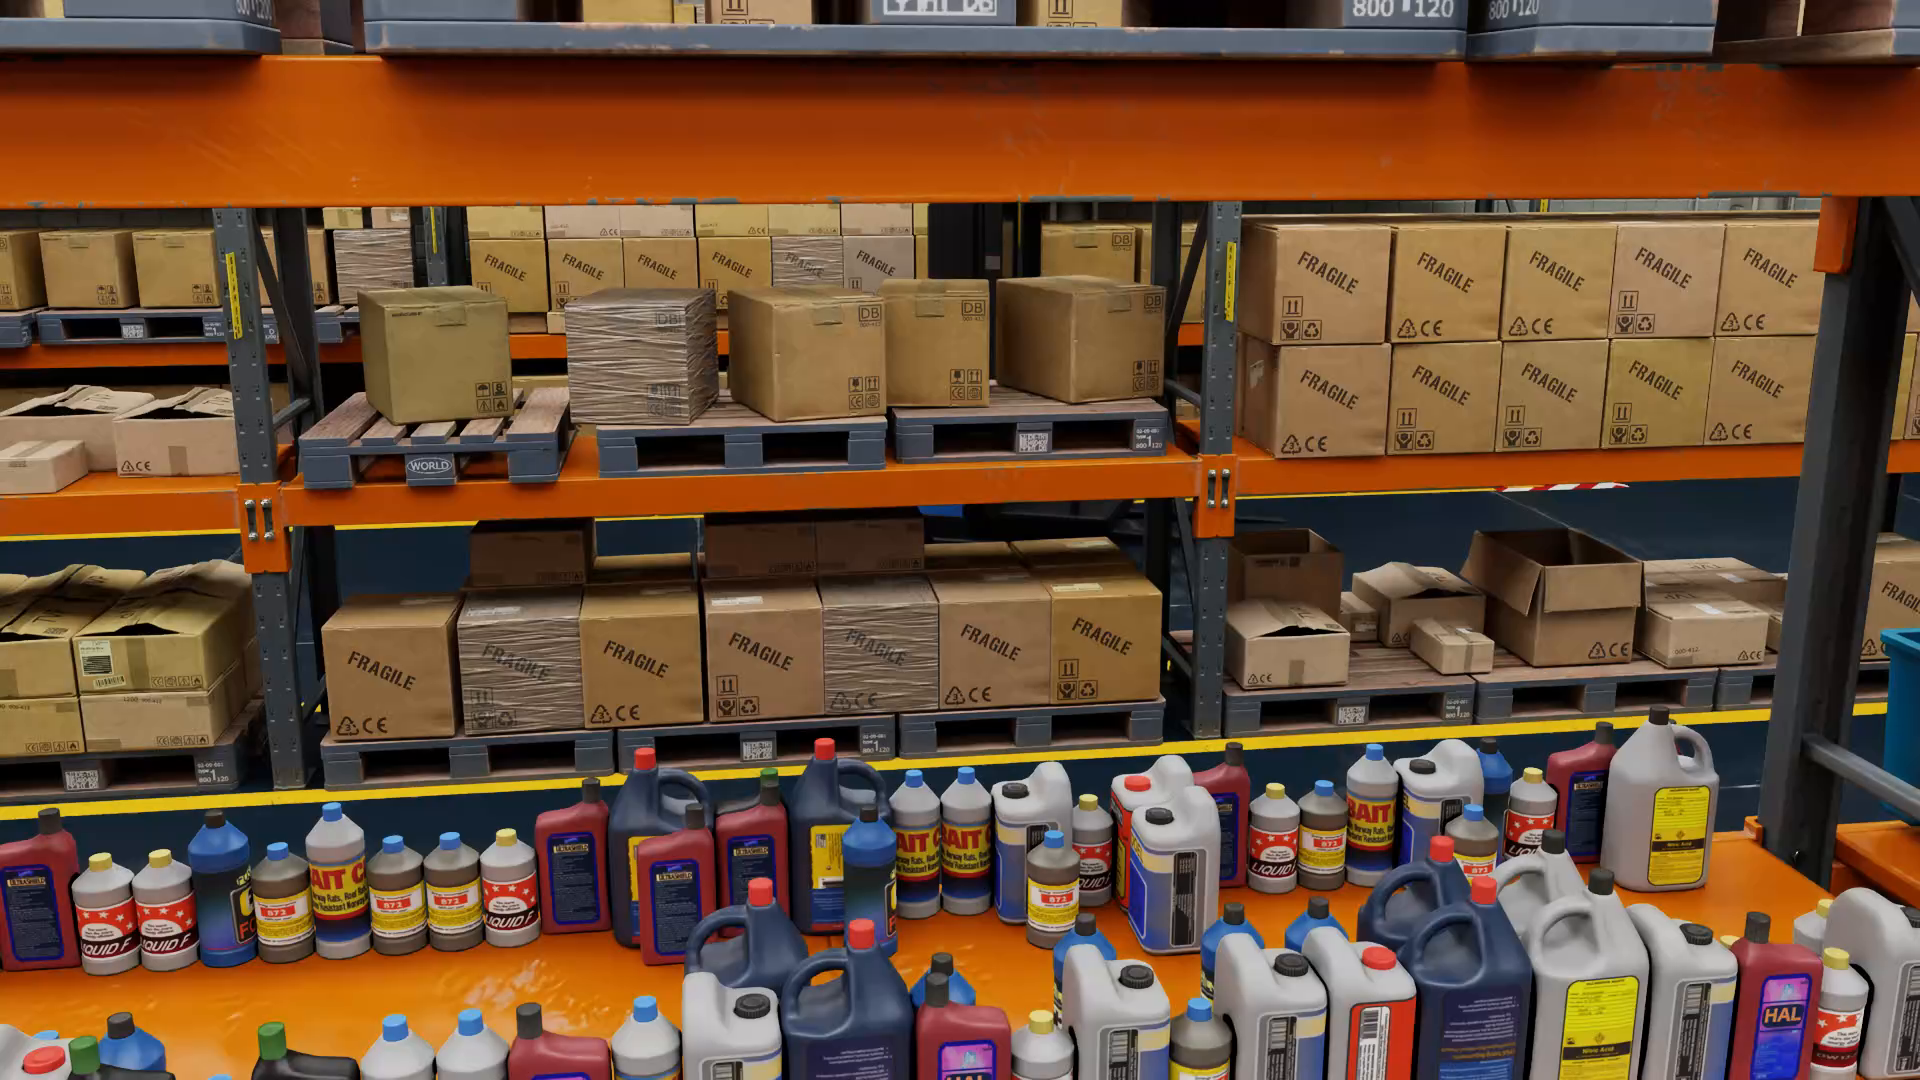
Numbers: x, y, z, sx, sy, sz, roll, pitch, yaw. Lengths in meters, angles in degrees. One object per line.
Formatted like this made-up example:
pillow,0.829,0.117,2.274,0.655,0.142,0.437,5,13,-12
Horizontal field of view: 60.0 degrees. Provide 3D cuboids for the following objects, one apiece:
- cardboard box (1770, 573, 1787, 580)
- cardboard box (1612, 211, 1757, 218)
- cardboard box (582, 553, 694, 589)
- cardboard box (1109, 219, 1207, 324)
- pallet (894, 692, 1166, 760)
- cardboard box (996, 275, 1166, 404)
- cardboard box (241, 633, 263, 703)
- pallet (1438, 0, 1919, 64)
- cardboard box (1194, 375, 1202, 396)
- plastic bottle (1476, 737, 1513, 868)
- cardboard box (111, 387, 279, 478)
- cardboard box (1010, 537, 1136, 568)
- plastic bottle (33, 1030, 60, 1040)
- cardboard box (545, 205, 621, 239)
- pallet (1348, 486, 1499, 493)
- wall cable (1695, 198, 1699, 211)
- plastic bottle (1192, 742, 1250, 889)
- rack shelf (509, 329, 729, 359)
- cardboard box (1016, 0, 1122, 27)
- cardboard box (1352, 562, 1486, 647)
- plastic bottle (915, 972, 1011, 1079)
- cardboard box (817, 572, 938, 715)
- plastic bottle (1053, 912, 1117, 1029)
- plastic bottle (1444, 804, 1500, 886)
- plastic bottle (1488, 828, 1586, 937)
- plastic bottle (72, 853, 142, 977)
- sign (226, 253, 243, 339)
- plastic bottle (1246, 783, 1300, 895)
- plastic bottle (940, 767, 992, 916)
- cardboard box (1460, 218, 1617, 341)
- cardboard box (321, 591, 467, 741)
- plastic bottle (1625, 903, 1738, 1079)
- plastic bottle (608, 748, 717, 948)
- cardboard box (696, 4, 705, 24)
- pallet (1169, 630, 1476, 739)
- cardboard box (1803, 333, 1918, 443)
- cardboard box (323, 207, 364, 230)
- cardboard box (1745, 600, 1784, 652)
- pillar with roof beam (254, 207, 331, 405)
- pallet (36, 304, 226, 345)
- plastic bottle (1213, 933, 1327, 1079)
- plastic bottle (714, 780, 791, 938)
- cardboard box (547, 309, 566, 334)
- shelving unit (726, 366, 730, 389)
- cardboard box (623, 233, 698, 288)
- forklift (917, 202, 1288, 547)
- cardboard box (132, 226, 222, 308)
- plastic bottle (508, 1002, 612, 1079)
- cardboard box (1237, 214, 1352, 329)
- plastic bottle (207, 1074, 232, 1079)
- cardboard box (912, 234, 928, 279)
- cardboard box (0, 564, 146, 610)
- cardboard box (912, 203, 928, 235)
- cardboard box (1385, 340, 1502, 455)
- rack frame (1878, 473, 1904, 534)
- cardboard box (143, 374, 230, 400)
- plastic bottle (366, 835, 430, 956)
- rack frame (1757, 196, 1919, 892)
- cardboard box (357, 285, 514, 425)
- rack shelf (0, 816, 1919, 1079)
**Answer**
cardboard box,4.299,0.295,8.801,0.250,0.166,0.380,-2,14,-8
cardboard box,3.522,-1.351,8.181,0.500,0.500,0.500,-2,14,-8
cardboard box,-1.498,0.372,7.806,0.500,0.500,0.500,-3,14,-10
cardboard box,1.575,-2.041,12.576,0.700,0.700,0.980,-2,14,-10
pallet,0.257,0.728,7.884,1.213,0.211,1.003,-2,14,-8
cardboard box,0.554,-0.952,7.782,0.500,0.500,0.700,-7,16,-27
cardboard box,-3.461,0.560,7.610,0.500,0.250,0.500,-2,14,-9
pallet,1.029,-0.783,2.398,1.003,0.211,1.213,-2,14,-8
cardboard box,1.951,-1.150,12.583,0.250,0.149,0.380,-3,14,-10
plastic bottle,1.024,0.519,3.252,0.097,0.271,0.097,0,14,0
cardboard box,-3.266,-0.472,7.121,0.500,0.311,0.500,-1,14,-5
cardboard box,0.541,0.295,8.113,0.500,0.500,0.500,-3,14,-11
plastic bottle,-1.269,0.786,2.330,0.097,0.201,0.097,0,14,0
cardboard box,-2.623,-2.250,11.626,0.500,0.250,0.500,-2,14,-9
pallet,3.490,-0.599,13.176,1.213,0.211,1.003,-2,14,-8
wall cable,5.395,-2.766,13.996,1.851,1.984,0.084,-2,14,-8
plastic bottle,0.485,0.528,3.189,0.133,0.283,0.061,-2,14,-8
rack shelf,-1.664,-1.433,12.248,4.000,0.370,1.077,-2,14,-8
cardboard box,0.547,-2.418,7.256,0.600,0.600,0.600,-3,14,-14
cardboard box,2.318,0.312,8.435,0.500,0.311,0.500,-2,14,-8
plastic bottle,0.004,0.741,2.339,0.133,0.283,0.061,-2,14,-8
cardboard box,-0.376,0.457,7.468,0.500,0.500,0.500,-2,14,-8
plastic bottle,0.189,0.699,2.534,0.097,0.271,0.097,0,14,0
plastic bottle,0.951,0.593,3.100,0.097,0.201,0.097,0,14,0
plastic bottle,0.908,0.630,2.645,0.185,0.351,0.144,-2,14,-8
plastic bottle,-1.484,0.645,2.894,0.097,0.201,0.097,0,14,0
sign,-2.814,-0.946,6.448,0.005,0.325,0.100,-2,14,-8
plastic bottle,0.602,0.568,3.198,0.097,0.201,0.097,0,14,0
plastic bottle,0.012,0.556,3.104,0.097,0.271,0.097,0,14,0
cardboard box,2.582,-1.183,7.512,0.500,0.500,0.500,-3,14,-10
cardboard box,-2.407,0.533,7.163,0.500,0.500,0.500,-1,14,-6
plastic bottle,1.087,0.694,2.543,0.135,0.276,0.152,-2,14,-8
plastic bottle,-0.535,0.543,2.991,0.185,0.351,0.144,-2,14,-8
cardboard box,-1.618,-3.527,11.844,0.500,0.500,0.700,-2,14,-8
pallet,1.735,0.665,8.136,1.213,0.211,1.003,-2,14,-8
cardboard box,4.096,-0.755,7.861,0.500,0.500,0.500,-2,14,-8
cardboard box,-4.294,-2.251,11.588,0.250,0.149,0.380,-5,15,-18
cardboard box,4.096,0.425,8.281,0.250,0.166,0.380,-2,14,-8
pillar with roof beam,-4.414,-3.745,7.654,0.400,9.000,9.100,-2,14,-8
pallet,-5.593,-1.535,11.570,1.213,0.211,1.003,-2,14,-8
plastic bottle,0.455,0.717,2.450,0.135,0.276,0.152,-2,14,-8
plastic bottle,-0.375,0.575,3.004,0.133,0.283,0.061,-2,14,-8
cardboard box,-2.755,-1.550,11.710,0.250,0.149,0.380,-2,14,-7
shelving unit,-1.239,-0.553,10.961,0.503,1.200,0.258,-8,16,-30
cardboard box,-2.113,-1.902,11.783,0.500,0.500,0.500,-2,14,-9
forklift,0.589,-1.358,10.613,3.031,2.935,1.130,4,15,15
cardboard box,-5.333,-1.901,11.527,0.500,0.500,0.700,-2,14,-8
plastic bottle,-0.540,0.761,2.259,0.133,0.283,0.061,-2,14,-8
cardboard box,1.517,-1.277,7.886,0.500,0.500,0.500,-2,14,-8
plastic bottle,-0.981,0.813,2.223,0.097,0.201,0.097,0,14,0
cardboard box,-0.105,-1.979,12.090,0.500,0.500,0.500,-2,14,-9
cardboard box,-3.980,0.309,7.458,0.500,0.311,0.500,-2,14,-10
cardboard box,-0.110,-2.342,11.995,0.500,0.250,0.500,-2,14,-7
cardboard box,2.106,-0.684,7.576,0.500,0.500,0.500,-2,14,-7
rack frame,5.011,-0.808,8.277,0.127,3.000,1.000,-2,14,-8
cardboard box,-5.426,-1.010,11.775,0.500,0.250,0.500,-2,14,-9
plastic bottle,-1.003,0.627,2.964,0.097,0.201,0.097,0,14,0
rack frame,1.790,0.529,2.944,0.053,2.616,0.949,-2,14,-8
cardboard box,-2.294,-0.820,7.257,0.500,0.500,0.700,-7,16,-27
rack shelf,-0.188,0.950,2.746,4.000,0.370,1.077,-2,14,-8
